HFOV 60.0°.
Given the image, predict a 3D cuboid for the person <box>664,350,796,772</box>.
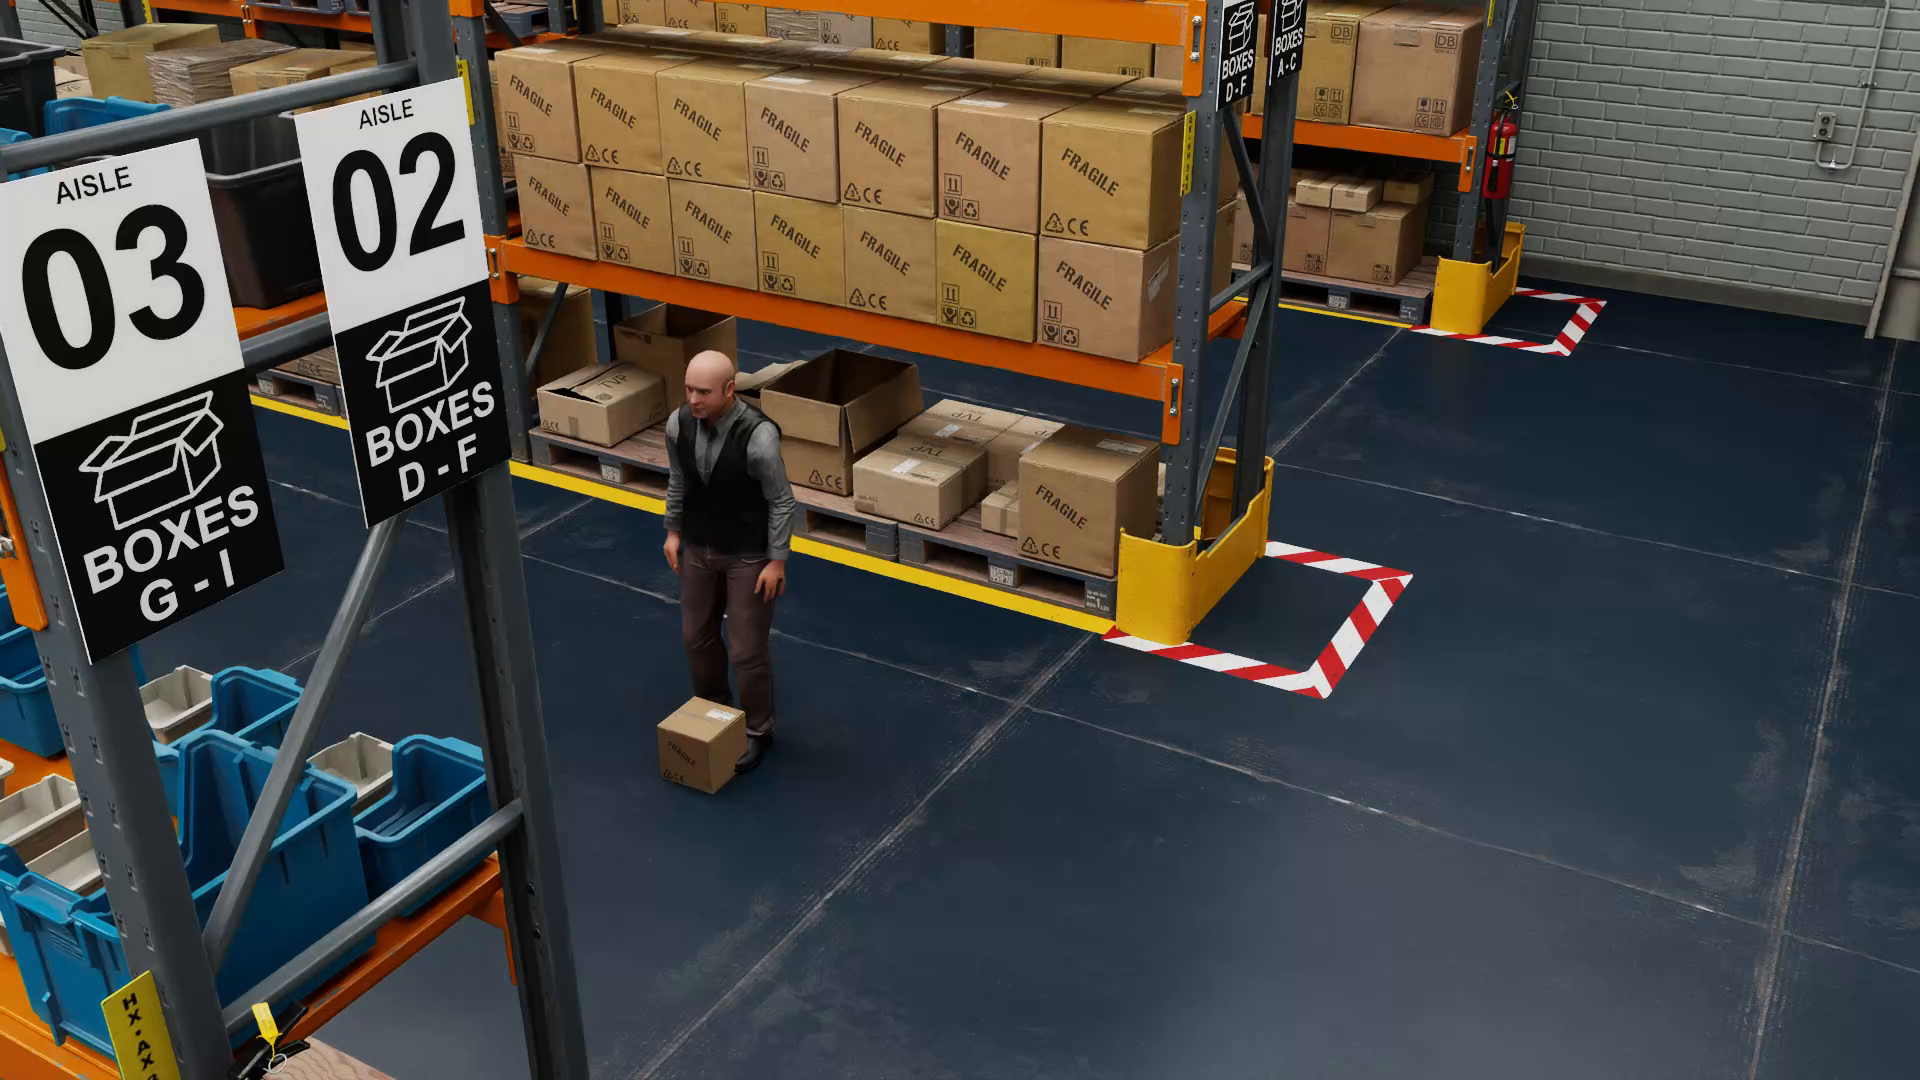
[{"bbox_3d":[-0.914,0.060,6.522,0.580,1.720,0.450,14,30,26],"label":"person"}]
